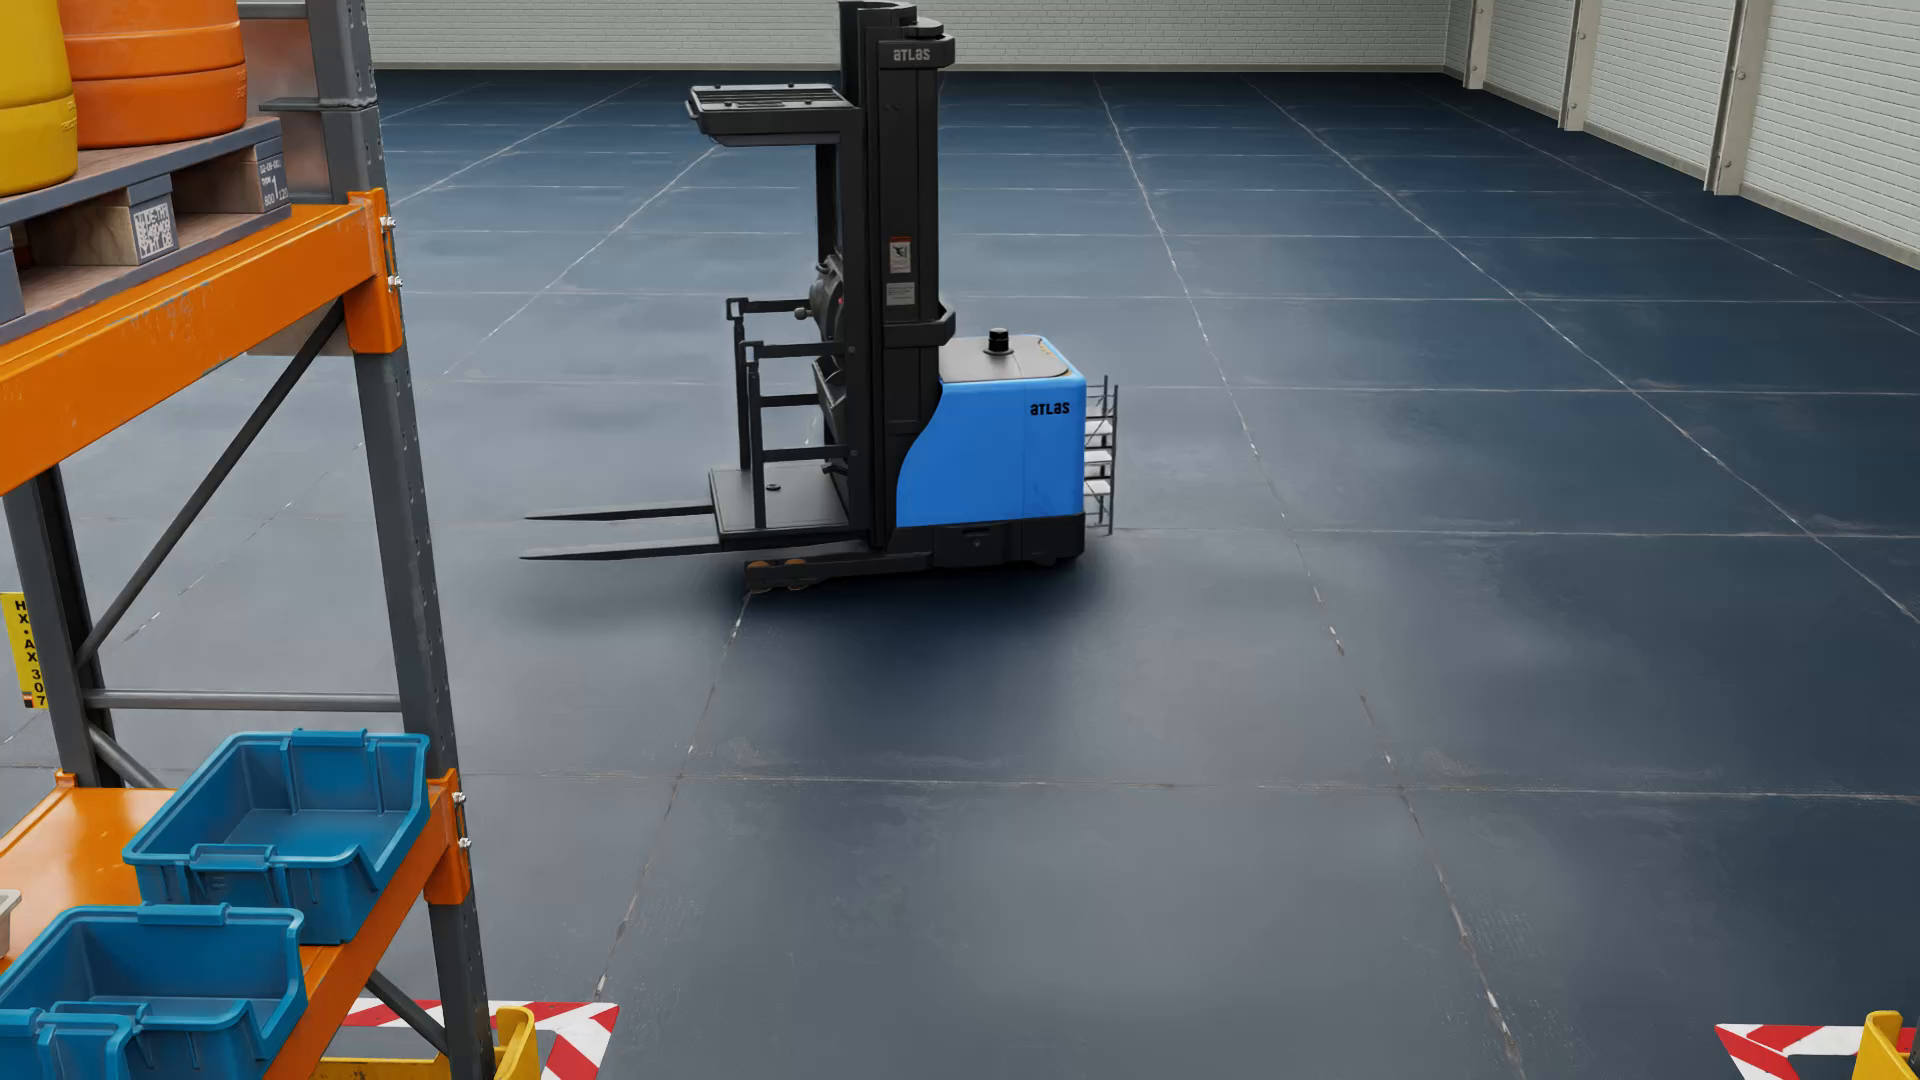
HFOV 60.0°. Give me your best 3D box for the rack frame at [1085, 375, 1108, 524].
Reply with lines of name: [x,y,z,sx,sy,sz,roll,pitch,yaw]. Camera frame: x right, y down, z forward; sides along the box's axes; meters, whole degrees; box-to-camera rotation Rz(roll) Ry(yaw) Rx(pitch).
rack frame: [0.722,-0.512,9.602,0.240,0.900,0.006,-4,22,-11]

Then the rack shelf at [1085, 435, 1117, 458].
rack shelf: [0.742,-0.528,9.489,0.258,0.077,0.200,-4,22,-11]

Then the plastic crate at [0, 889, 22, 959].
plastic crate: [-2.178,0.865,3.517,0.298,0.136,0.250,1,21,2]

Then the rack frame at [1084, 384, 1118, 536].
rack frame: [0.762,-0.439,9.416,0.240,0.900,0.006,-4,22,-11]

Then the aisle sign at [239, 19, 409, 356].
aisle sign: [-1.530,-0.813,3.883,0.394,0.787,0.004,1,21,2]

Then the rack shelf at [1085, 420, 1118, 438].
rack shelf: [0.743,-0.612,9.456,0.258,0.077,0.200,-4,22,-11]

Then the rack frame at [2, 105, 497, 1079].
rack frame: [-1.829,0.422,4.294,1.000,3.000,0.127,1,21,2]

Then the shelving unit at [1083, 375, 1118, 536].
shelving unit: [0.742,-0.476,9.509,0.258,0.900,0.210,-4,22,-11]

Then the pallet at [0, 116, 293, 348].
pallet: [-1.952,-0.590,3.018,1.003,0.211,1.213,1,21,2]

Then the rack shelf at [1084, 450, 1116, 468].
rack shelf: [0.742,-0.444,9.521,0.258,0.077,0.200,-4,22,-11]

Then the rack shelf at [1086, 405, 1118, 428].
rack shelf: [0.743,-0.696,9.424,0.258,0.077,0.200,-4,22,-11]

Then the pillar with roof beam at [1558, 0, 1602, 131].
pillar with roof beam: [5.343,-10.728,24.738,9.100,9.000,0.400,1,21,2]

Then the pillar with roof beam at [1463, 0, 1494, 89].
pillar with roof beam: [5.526,-12.897,30.329,9.100,9.000,0.400,1,21,2]

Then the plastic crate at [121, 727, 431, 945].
plastic crate: [-1.545,0.676,3.846,0.499,0.251,0.616,1,21,2]

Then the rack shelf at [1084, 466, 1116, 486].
rack shelf: [0.742,-0.361,9.554,0.258,0.077,0.200,-4,22,-11]

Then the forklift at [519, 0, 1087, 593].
forklift: [-0.882,-1.292,8.808,3.031,2.935,1.130,-4,22,-11]

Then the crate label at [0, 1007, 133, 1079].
crate label: [-1.615,1.074,2.565,0.502,0.435,0.616,1,21,2]

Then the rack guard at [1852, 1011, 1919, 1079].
rack guard: [3.122,1.635,4.625,1.175,0.500,0.348,1,21,2]

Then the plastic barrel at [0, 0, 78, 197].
plastic barrel: [-1.737,-0.846,2.576,0.600,0.588,0.600,0,21,0]

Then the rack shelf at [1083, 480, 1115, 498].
rack shelf: [0.742,-0.277,9.586,0.258,0.077,0.200,-4,22,-11]

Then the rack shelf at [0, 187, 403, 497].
rack shelf: [-1.890,0.082,2.018,1.077,0.370,4.000,1,21,2]

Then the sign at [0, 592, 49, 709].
sign: [-2.379,0.285,4.264,0.100,0.325,0.005,1,21,2]

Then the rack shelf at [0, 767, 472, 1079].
rack shelf: [-1.890,1.481,2.561,1.077,0.370,4.000,1,21,2]

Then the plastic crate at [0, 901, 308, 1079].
plastic crate: [-1.571,0.910,3.241,0.499,0.251,0.408,1,21,2]

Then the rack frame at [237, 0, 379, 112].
rack frame: [-1.829,-2.375,3.209,1.000,3.000,0.127,1,21,2]

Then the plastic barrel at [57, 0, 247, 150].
plastic barrel: [-1.717,-1.195,3.142,0.600,0.830,0.708,1,21,2]

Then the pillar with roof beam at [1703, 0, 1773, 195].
pillar with roof beam: [5.161,-8.559,19.147,9.100,9.000,0.400,1,21,2]

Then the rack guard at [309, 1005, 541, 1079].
rack guard: [-1.785,1.615,4.674,1.175,0.500,0.348,1,21,2]
